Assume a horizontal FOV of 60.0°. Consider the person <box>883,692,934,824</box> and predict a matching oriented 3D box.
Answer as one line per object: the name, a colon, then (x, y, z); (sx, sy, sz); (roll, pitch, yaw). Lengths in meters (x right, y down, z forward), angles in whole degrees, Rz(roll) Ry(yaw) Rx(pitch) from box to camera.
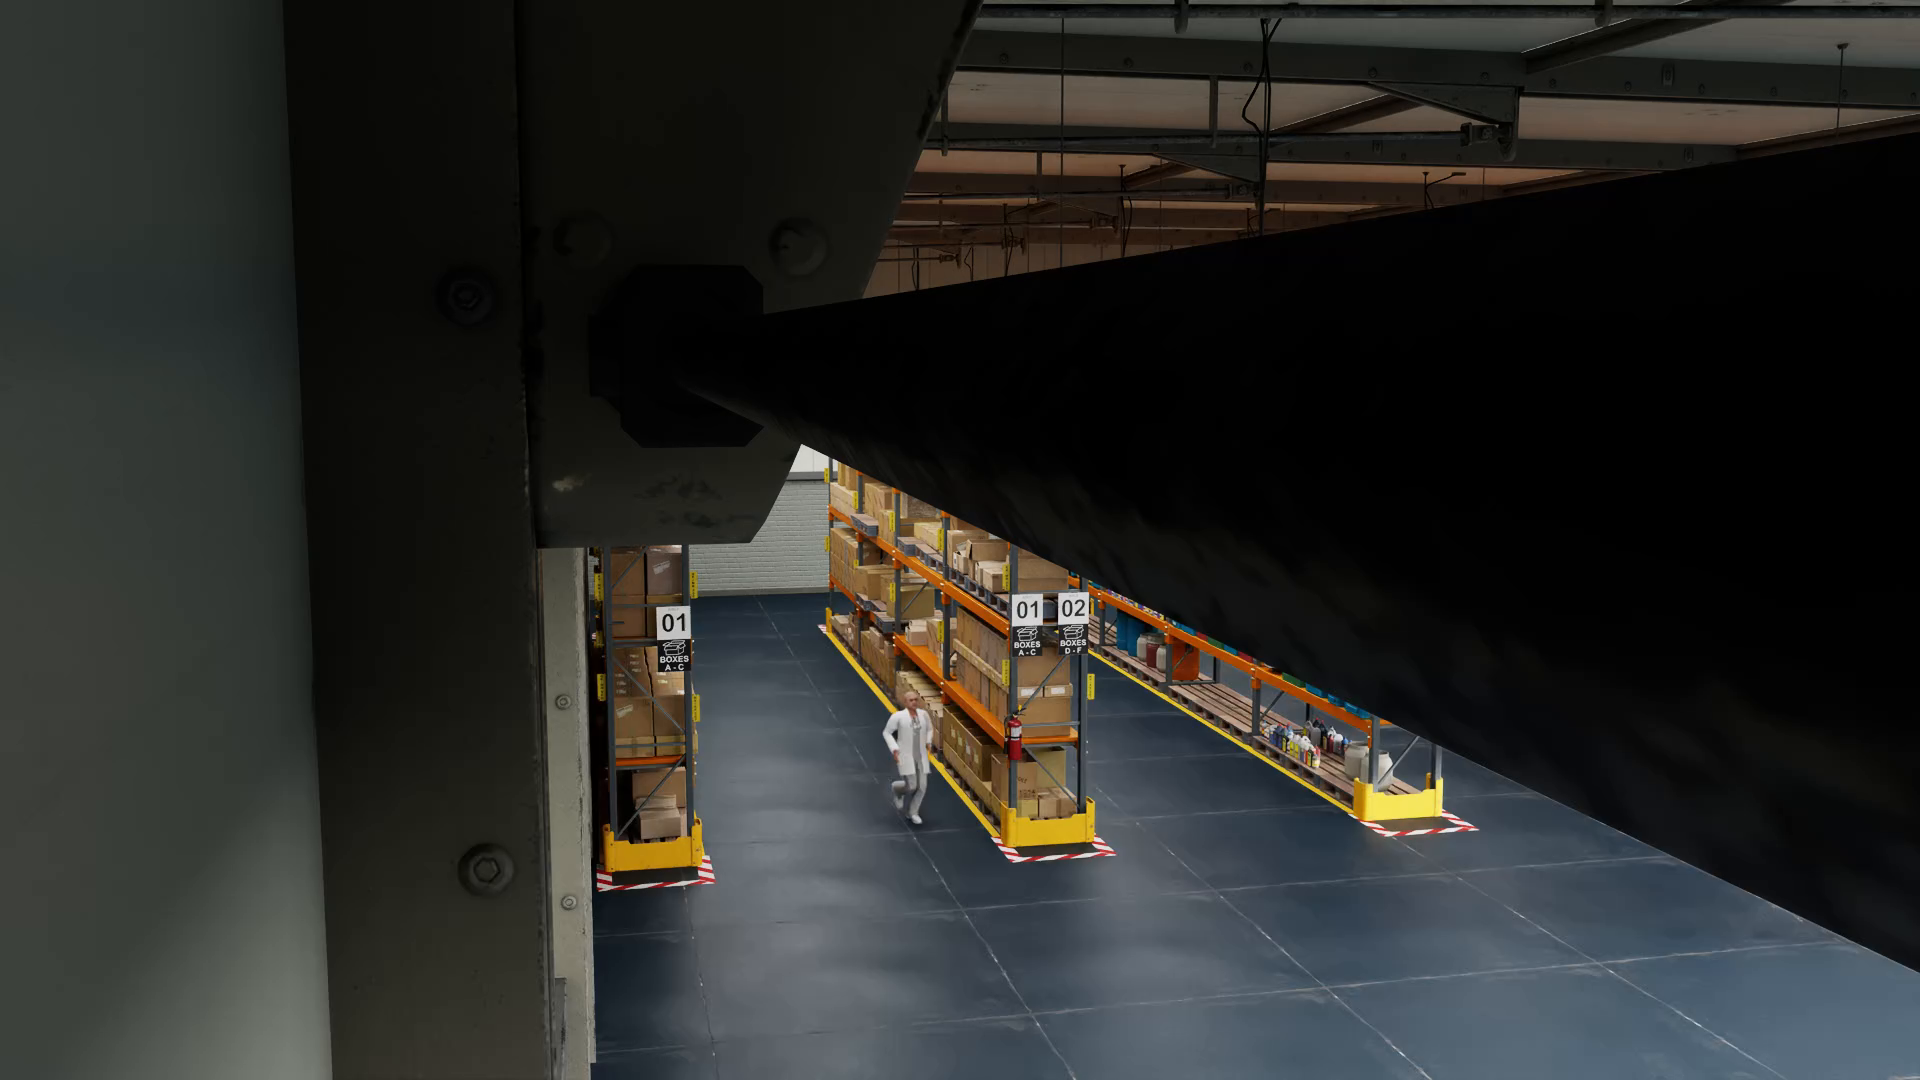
person: (-0.651, 2.867, 22.061); (0.709, 1.737, 0.640); (-3, 8, -26)
